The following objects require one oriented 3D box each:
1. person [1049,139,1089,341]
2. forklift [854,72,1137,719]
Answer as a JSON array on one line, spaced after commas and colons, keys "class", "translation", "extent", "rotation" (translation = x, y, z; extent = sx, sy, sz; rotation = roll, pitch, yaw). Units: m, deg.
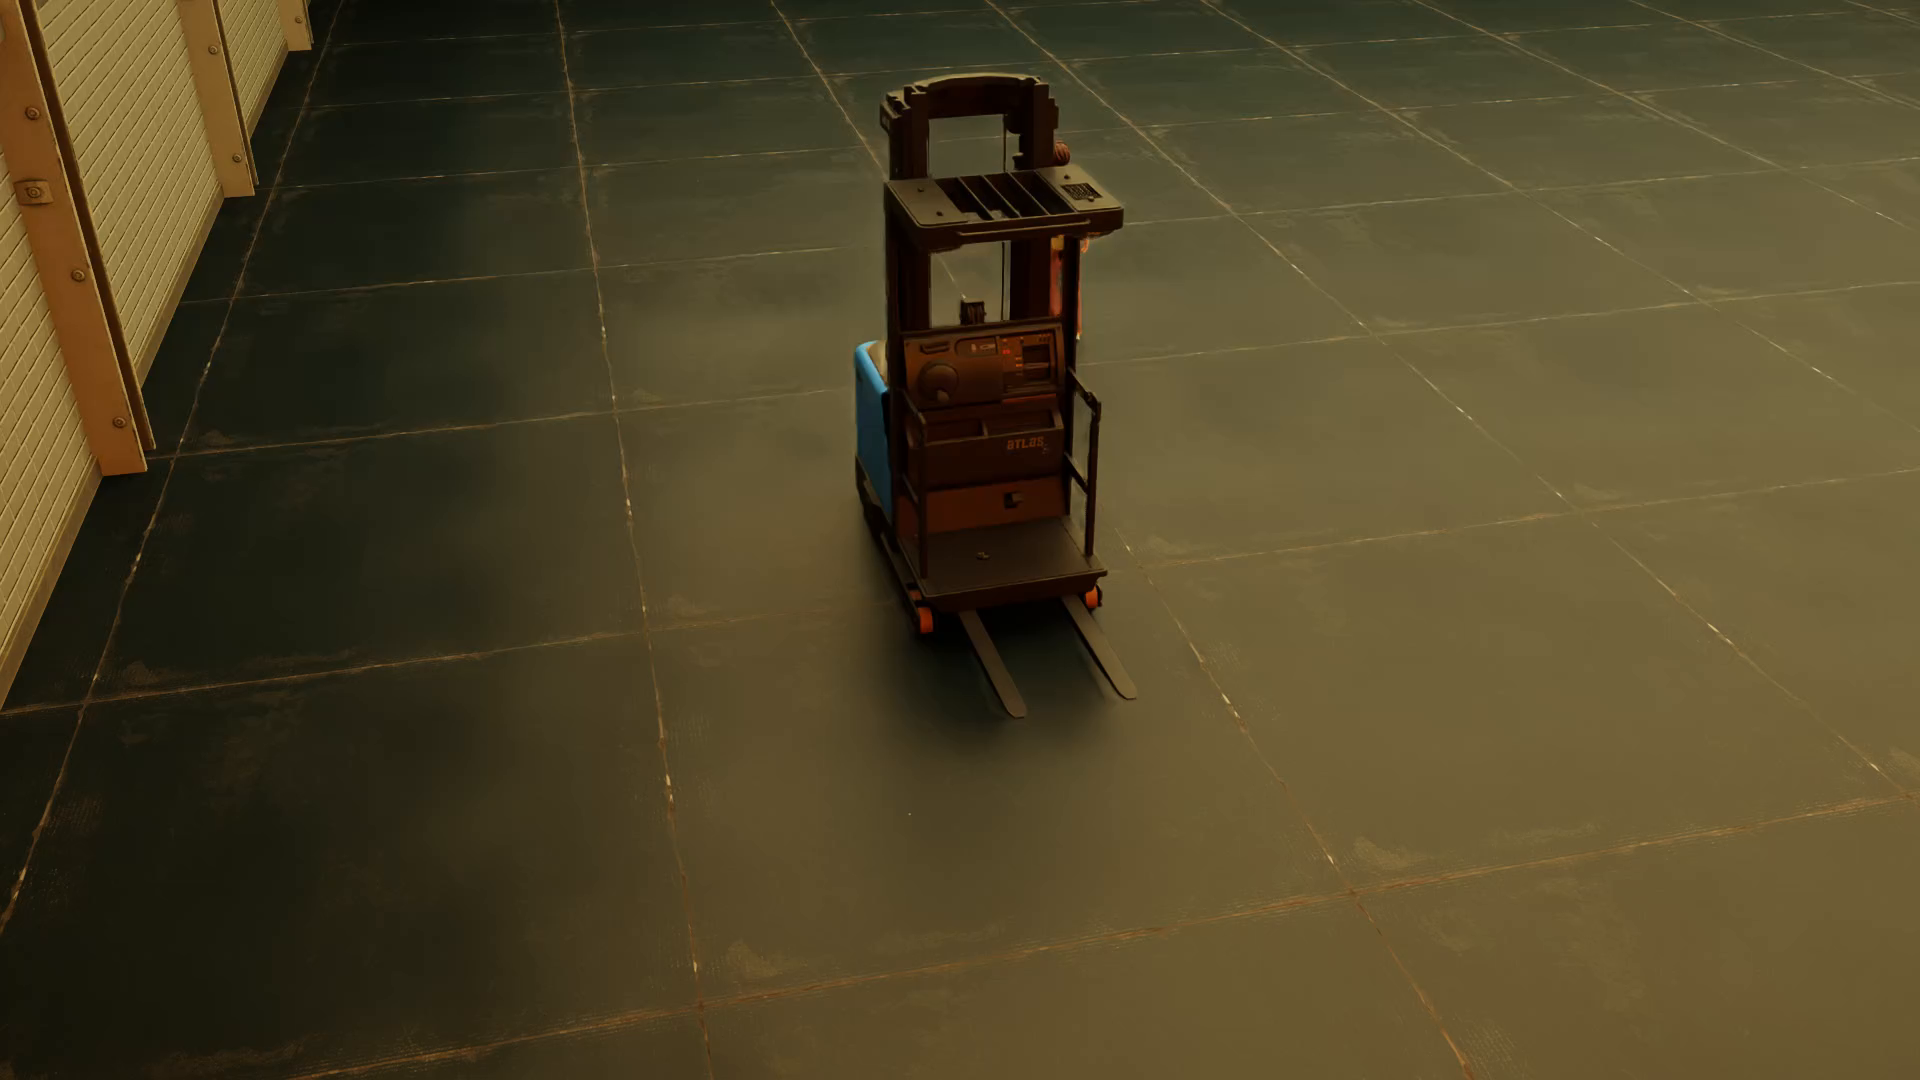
[{"class": "person", "translation": [0.729, -2.279, 12.750], "extent": [0.555, 1.673, 0.548], "rotation": [-6, 31, -11]}, {"class": "forklift", "translation": [0.198, -0.942, 9.202], "extent": [1.130, 2.935, 3.031], "rotation": [-8, 31, -13]}]
